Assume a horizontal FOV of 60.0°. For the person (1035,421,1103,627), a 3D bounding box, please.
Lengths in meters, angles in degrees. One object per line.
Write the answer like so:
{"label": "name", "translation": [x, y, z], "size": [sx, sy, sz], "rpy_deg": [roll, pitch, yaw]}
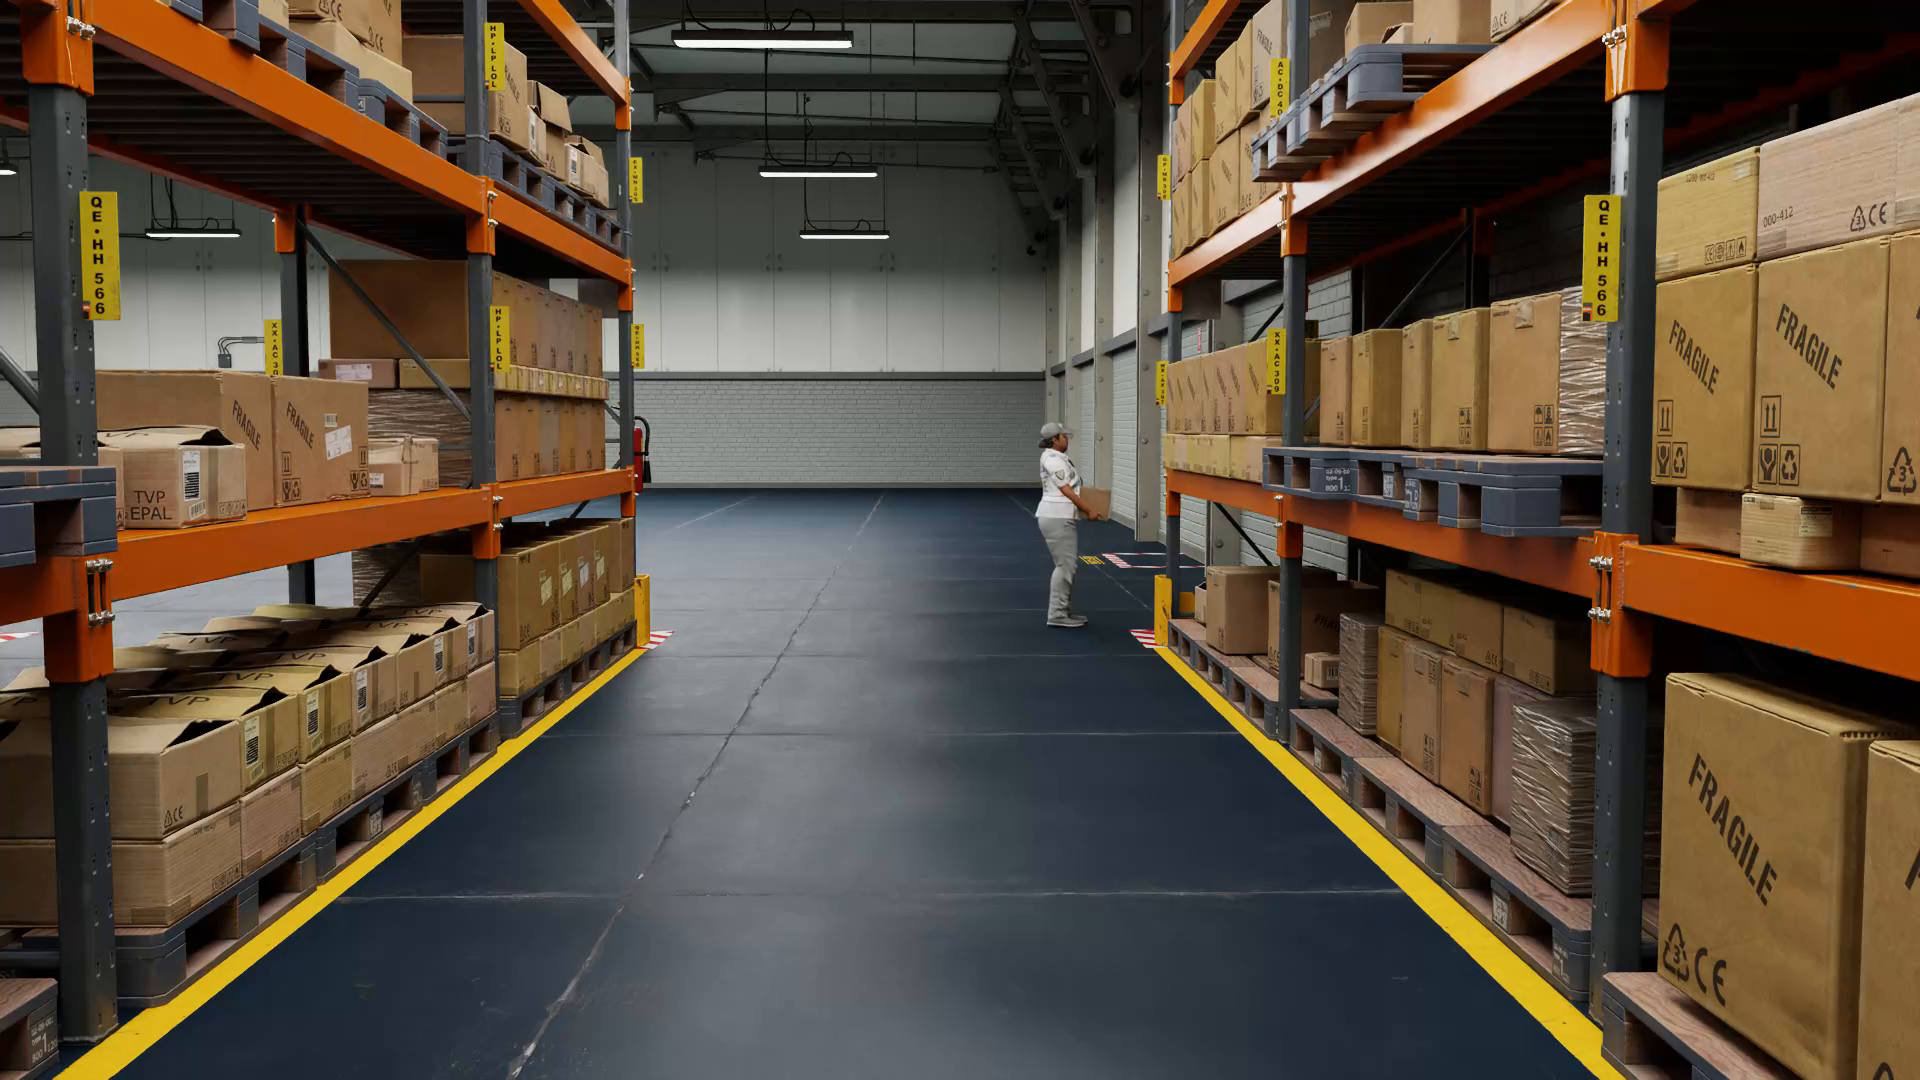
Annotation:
{"label": "person", "translation": [0.882, -0.134, 13.513], "size": [0.536, 1.655, 0.454], "rpy_deg": [0, 4, -1]}
